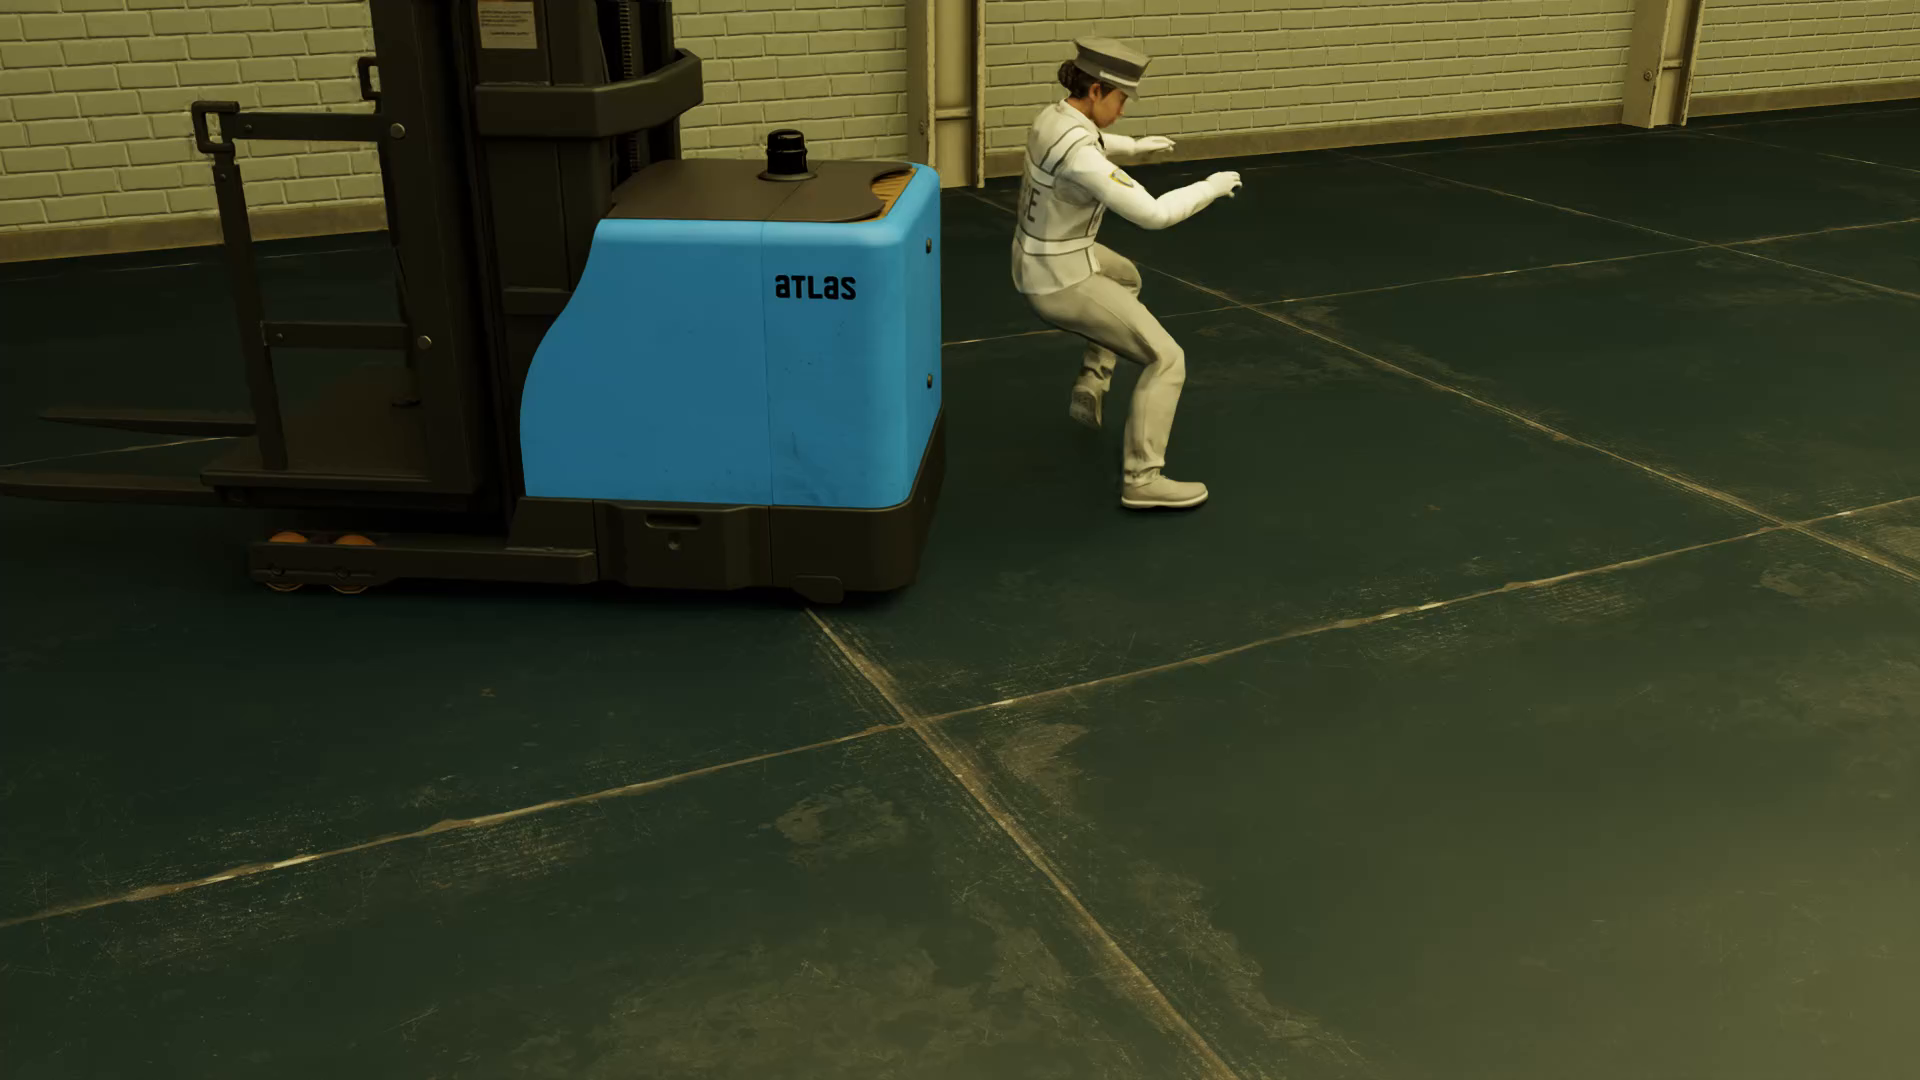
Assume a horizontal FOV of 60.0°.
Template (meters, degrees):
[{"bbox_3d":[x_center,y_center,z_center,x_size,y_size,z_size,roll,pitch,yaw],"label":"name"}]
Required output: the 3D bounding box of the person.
[{"bbox_3d":[0.537,-0.919,5.456,0.721,1.415,0.921,-3,23,-6],"label":"person"}]

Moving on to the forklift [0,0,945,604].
[{"bbox_3d":[-1.597,-1.398,4.652,3.031,2.935,1.130,2,23,5],"label":"forklift"}]
